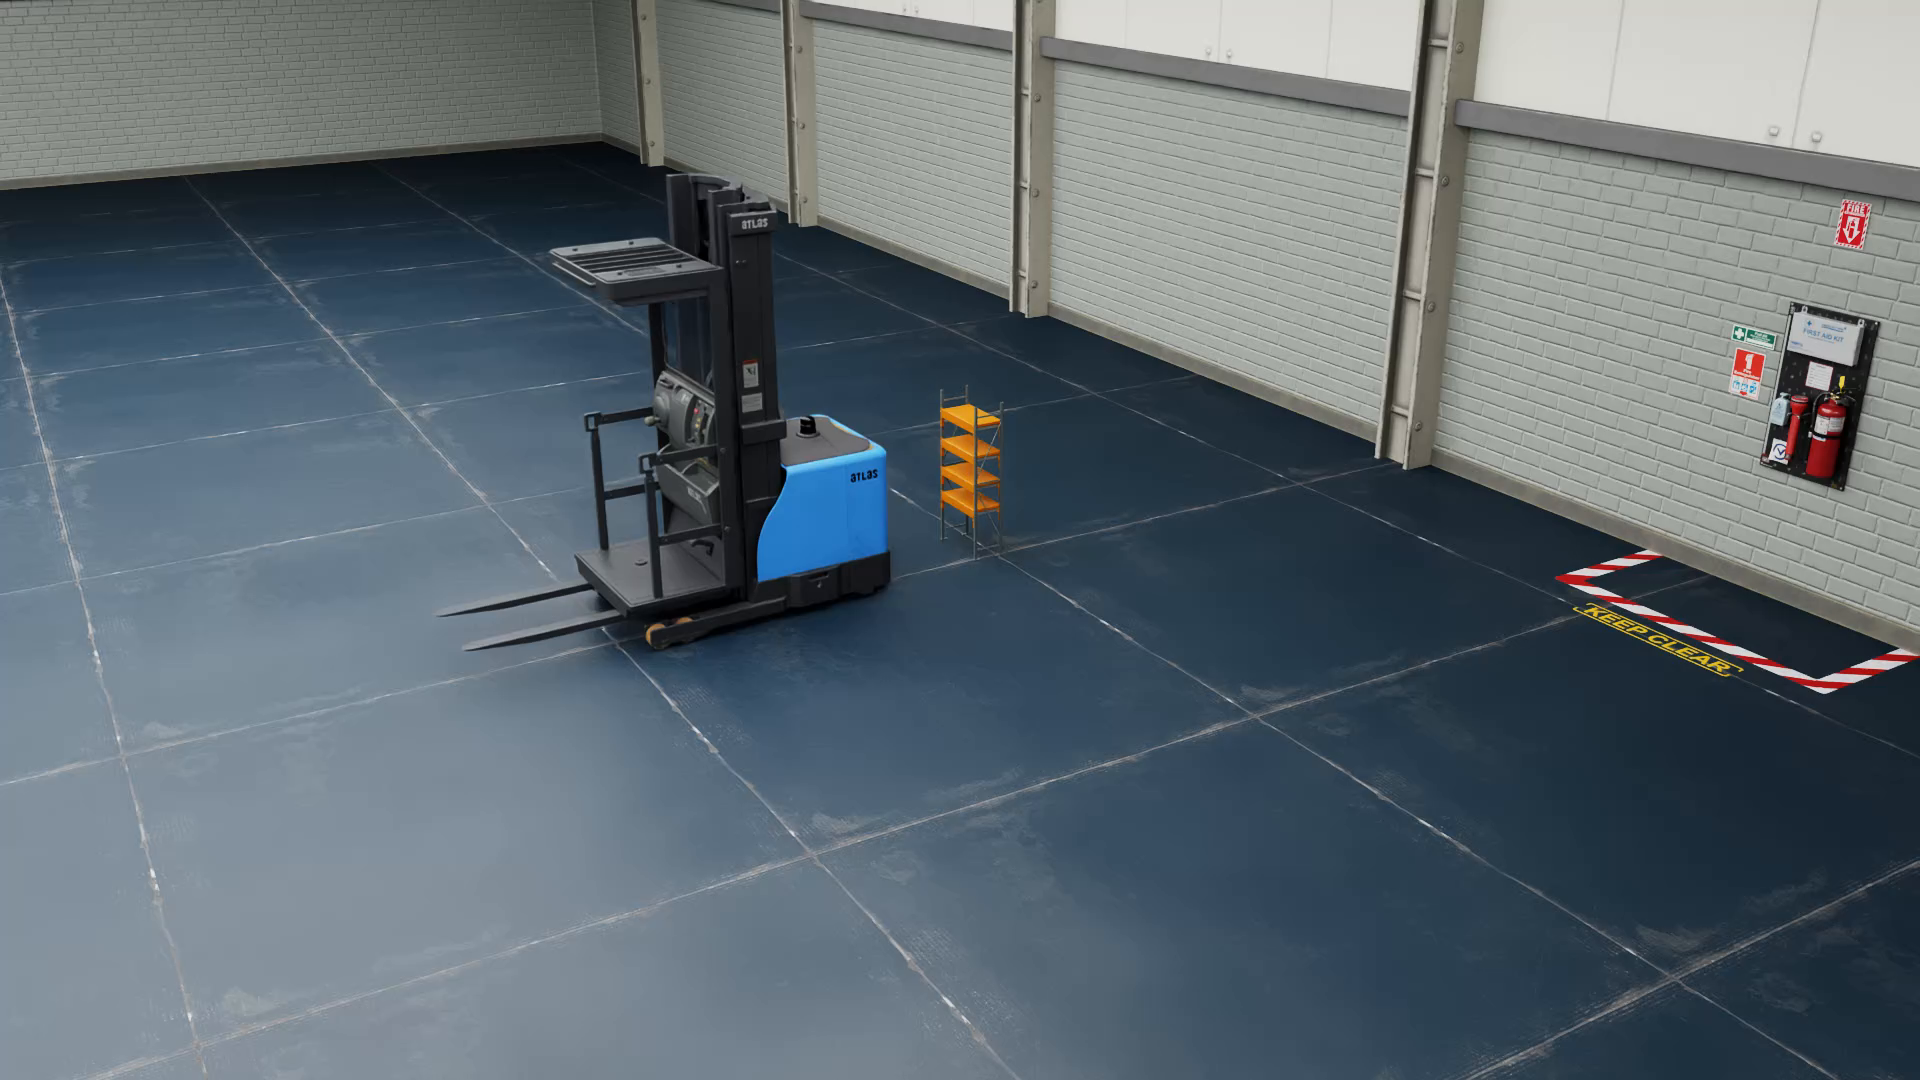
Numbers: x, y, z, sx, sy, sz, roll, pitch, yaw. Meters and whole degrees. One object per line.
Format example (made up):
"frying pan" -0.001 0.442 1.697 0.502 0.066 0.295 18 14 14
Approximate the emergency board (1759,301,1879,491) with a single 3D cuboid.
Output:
"emergency board" 5.707 -0.950 11.166 0.194 1.169 0.643 -13 25 -28

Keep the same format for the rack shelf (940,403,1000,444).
"rack shelf" 0.085 -0.866 12.306 0.258 0.148 0.480 -13 25 -28

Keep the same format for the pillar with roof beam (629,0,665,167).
"pillar with roof beam" -9.024 -9.863 25.127 9.100 9.000 0.400 -13 25 -28

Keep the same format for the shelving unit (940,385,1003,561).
"shelving unit" 0.085 -0.502 12.454 0.258 1.200 0.503 -13 25 -28

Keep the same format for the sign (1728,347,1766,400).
"sign" 5.513 -1.166 11.649 0.001 0.329 0.234 -13 25 -28

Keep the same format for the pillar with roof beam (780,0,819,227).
"pillar with roof beam" -5.959 -7.921 20.349 9.100 9.000 0.400 -13 25 -28

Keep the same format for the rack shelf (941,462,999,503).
"rack shelf" 0.085 -0.440 12.479 0.258 0.148 0.480 -13 25 -28

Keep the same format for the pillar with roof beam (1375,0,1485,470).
"pillar with roof beam" 0.171 -4.037 10.792 9.100 9.000 0.400 -13 25 -28

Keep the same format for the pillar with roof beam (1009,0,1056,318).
"pillar with roof beam" -2.894 -5.979 15.570 9.100 9.000 0.400 -13 25 -28

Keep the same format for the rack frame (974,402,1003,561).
"rack frame" 0.209 -0.423 12.259 0.240 1.200 0.015 -13 25 -28

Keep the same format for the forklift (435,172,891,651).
"forklift" -2.019 -0.860 11.034 3.031 2.935 1.130 -13 26 -29

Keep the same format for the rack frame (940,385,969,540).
"rack frame" -0.040 -0.581 12.648 0.240 1.200 0.015 -13 25 -28

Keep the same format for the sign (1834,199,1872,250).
"sign" 5.789 -2.046 10.783 0.001 0.298 0.199 -13 25 -28

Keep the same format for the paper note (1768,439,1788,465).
"paper note" 5.676 -0.613 11.506 0.016 0.148 0.142 -13 25 -28

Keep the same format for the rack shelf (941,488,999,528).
"rack shelf" 0.085 -0.256 12.554 0.258 0.148 0.480 -13 25 -28

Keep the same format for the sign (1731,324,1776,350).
"sign" 5.508 -1.408 11.541 0.001 0.109 0.331 -13 25 -28

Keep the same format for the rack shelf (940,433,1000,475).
"rack shelf" 0.085 -0.647 12.395 0.258 0.148 0.480 -13 25 -28
